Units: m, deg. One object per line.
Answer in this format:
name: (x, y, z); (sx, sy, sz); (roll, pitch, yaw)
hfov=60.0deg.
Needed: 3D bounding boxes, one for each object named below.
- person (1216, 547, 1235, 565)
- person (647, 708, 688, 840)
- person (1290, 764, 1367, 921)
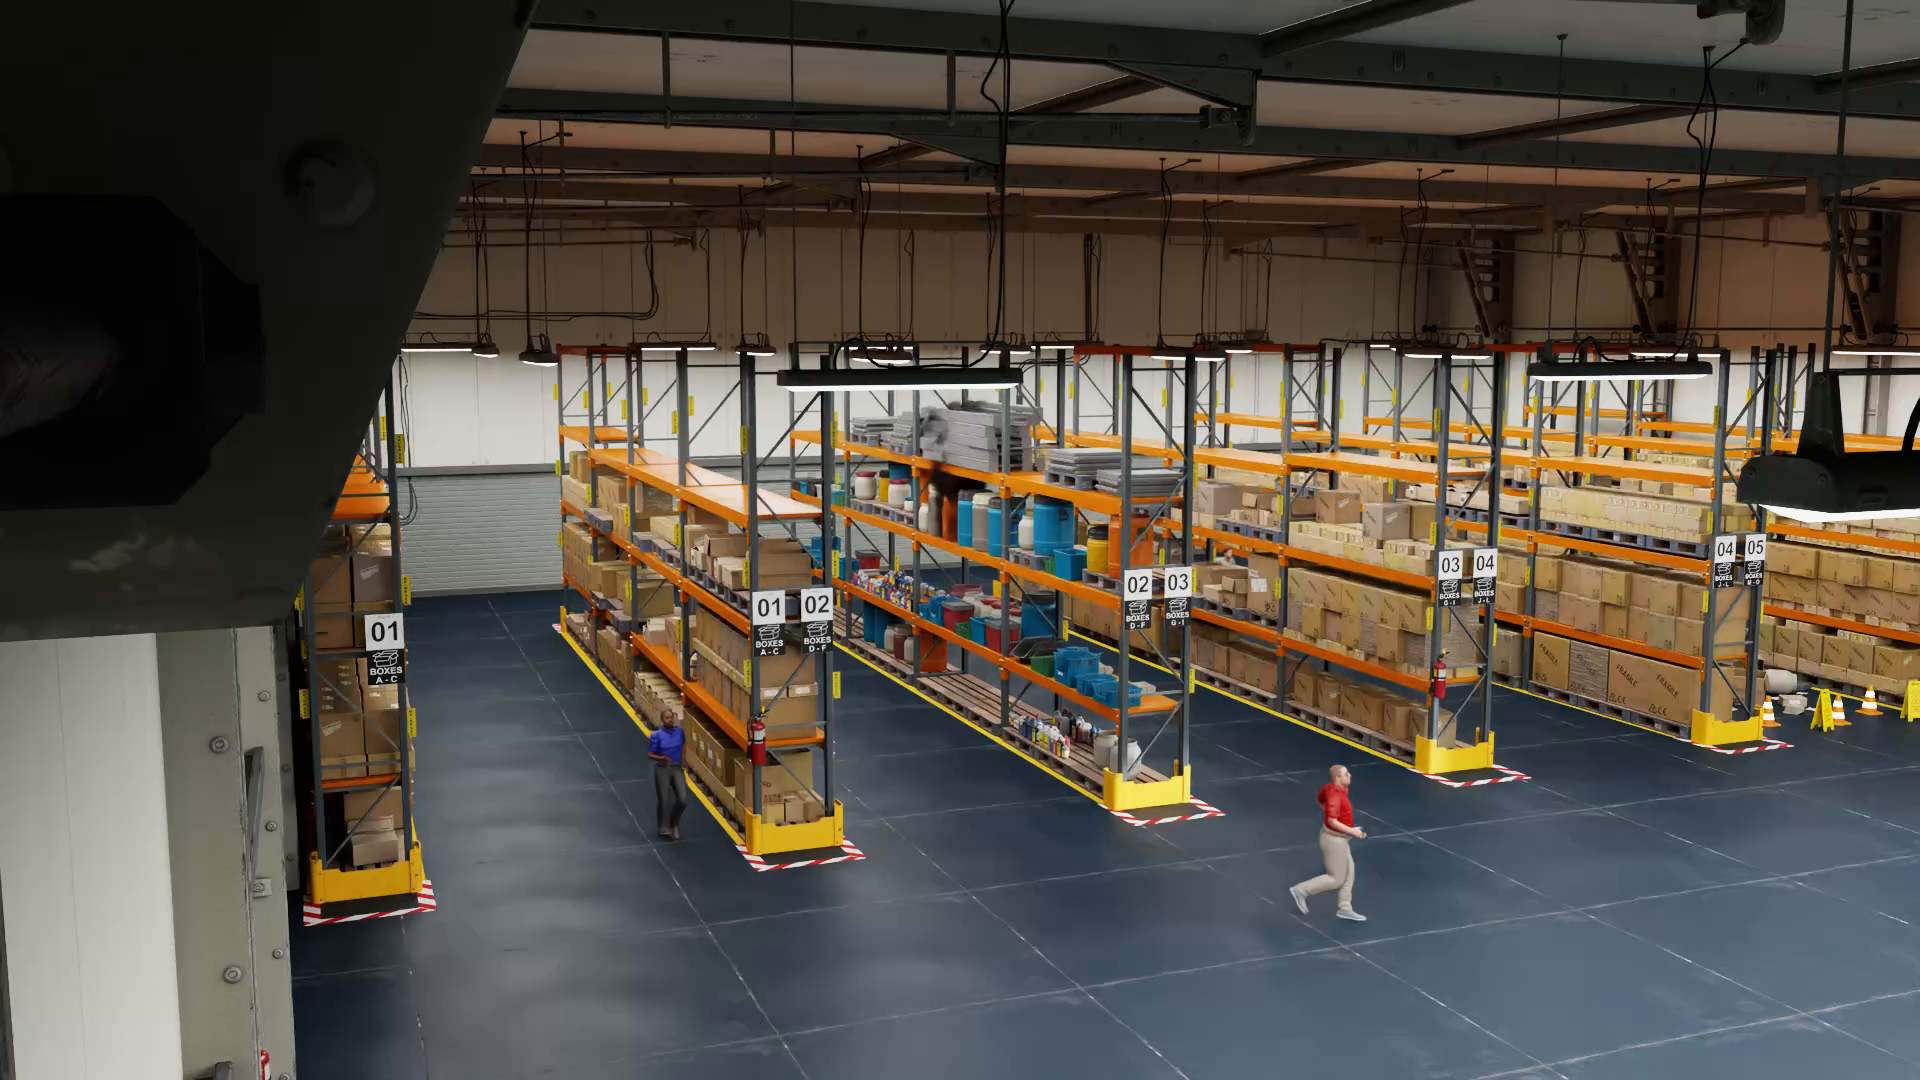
person: (5.762, 0.934, 36.426); (0.553, 1.592, 0.686); (-4, 8, -31)
person: (-3.586, 2.917, 20.618); (0.566, 1.671, 0.645); (-4, 8, -27)
person: (3.963, 3.245, 17.840); (0.834, 1.726, 0.670); (1, 7, 7)
